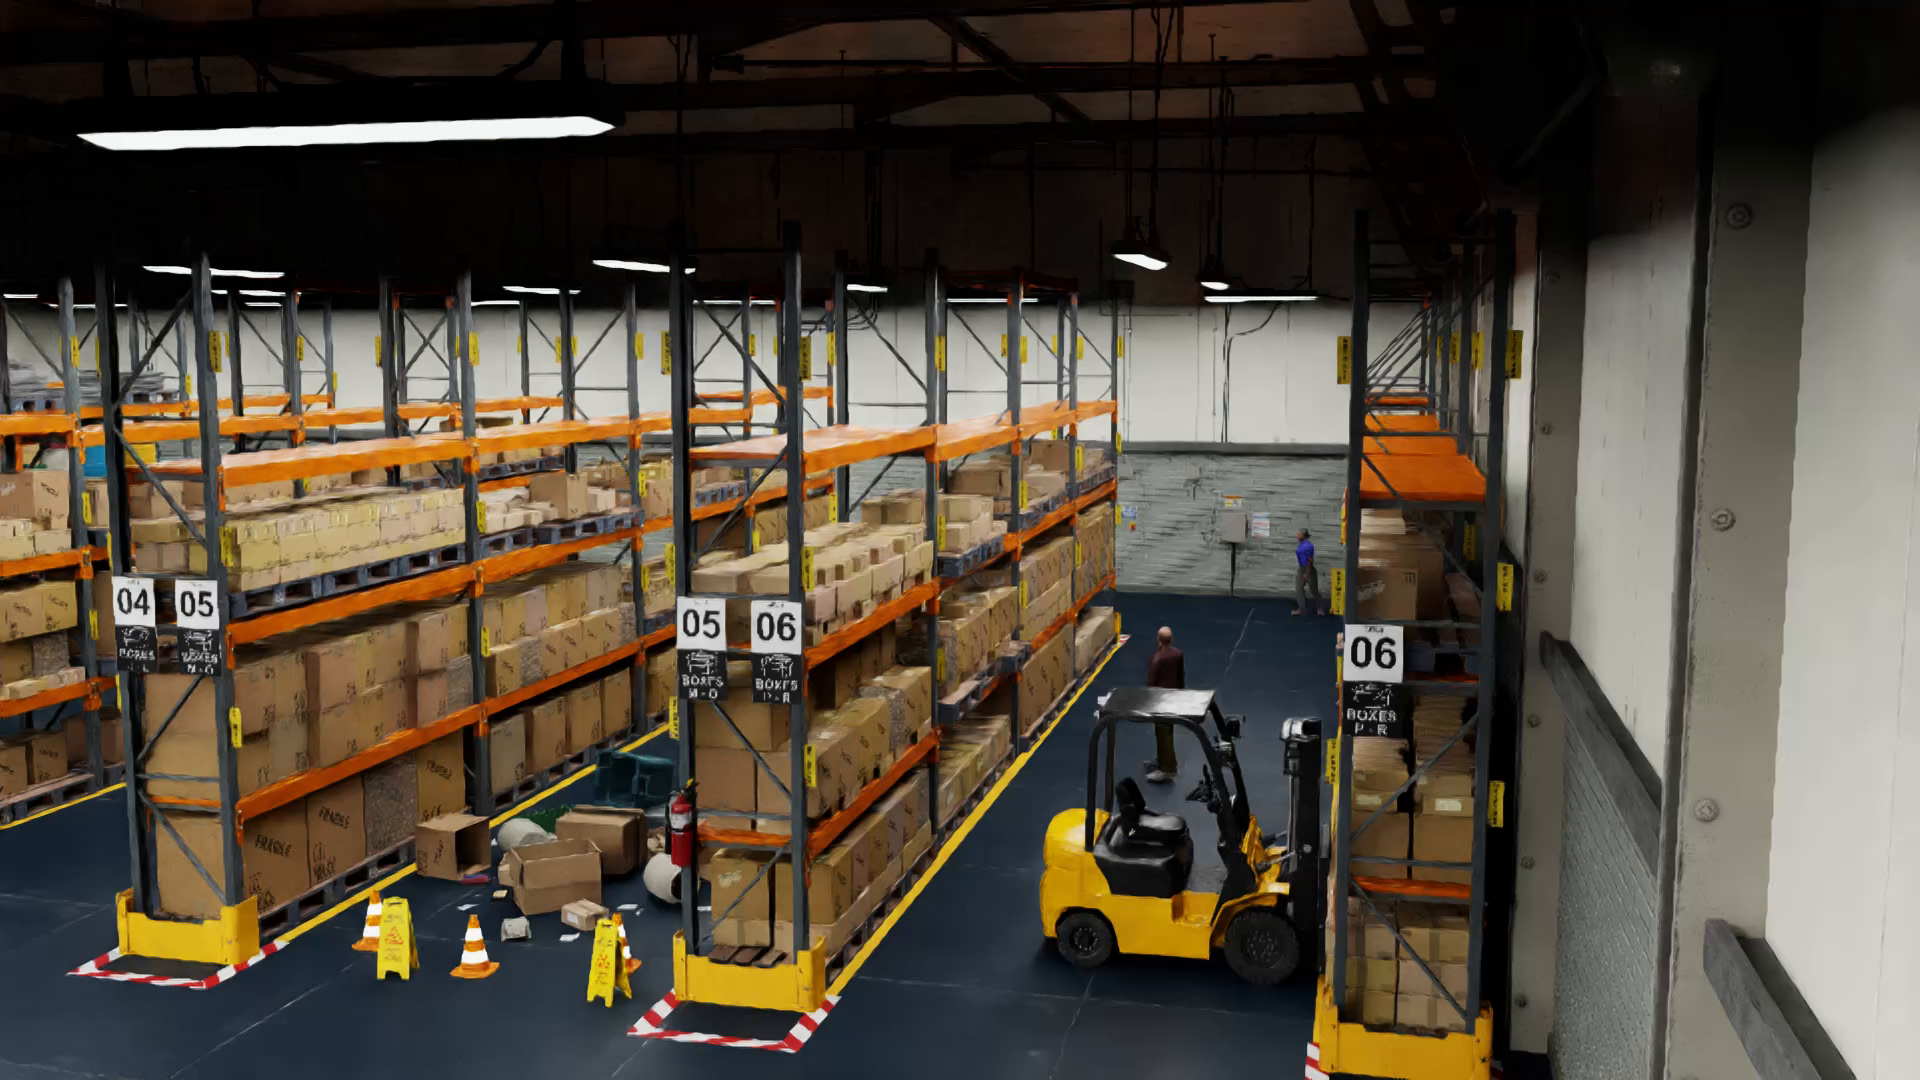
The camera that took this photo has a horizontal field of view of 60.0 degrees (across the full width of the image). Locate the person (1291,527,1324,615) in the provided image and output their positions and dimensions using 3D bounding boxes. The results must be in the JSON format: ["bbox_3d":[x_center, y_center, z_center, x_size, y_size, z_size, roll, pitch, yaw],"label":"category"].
[{"bbox_3d":[6.492,0.583,30.955,0.591,1.642,0.498,-2,7,-18],"label":"person"}]

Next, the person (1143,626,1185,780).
[{"bbox_3d":[2.370,1.885,19.575,0.630,1.773,0.677,6,9,42],"label":"person"}]
